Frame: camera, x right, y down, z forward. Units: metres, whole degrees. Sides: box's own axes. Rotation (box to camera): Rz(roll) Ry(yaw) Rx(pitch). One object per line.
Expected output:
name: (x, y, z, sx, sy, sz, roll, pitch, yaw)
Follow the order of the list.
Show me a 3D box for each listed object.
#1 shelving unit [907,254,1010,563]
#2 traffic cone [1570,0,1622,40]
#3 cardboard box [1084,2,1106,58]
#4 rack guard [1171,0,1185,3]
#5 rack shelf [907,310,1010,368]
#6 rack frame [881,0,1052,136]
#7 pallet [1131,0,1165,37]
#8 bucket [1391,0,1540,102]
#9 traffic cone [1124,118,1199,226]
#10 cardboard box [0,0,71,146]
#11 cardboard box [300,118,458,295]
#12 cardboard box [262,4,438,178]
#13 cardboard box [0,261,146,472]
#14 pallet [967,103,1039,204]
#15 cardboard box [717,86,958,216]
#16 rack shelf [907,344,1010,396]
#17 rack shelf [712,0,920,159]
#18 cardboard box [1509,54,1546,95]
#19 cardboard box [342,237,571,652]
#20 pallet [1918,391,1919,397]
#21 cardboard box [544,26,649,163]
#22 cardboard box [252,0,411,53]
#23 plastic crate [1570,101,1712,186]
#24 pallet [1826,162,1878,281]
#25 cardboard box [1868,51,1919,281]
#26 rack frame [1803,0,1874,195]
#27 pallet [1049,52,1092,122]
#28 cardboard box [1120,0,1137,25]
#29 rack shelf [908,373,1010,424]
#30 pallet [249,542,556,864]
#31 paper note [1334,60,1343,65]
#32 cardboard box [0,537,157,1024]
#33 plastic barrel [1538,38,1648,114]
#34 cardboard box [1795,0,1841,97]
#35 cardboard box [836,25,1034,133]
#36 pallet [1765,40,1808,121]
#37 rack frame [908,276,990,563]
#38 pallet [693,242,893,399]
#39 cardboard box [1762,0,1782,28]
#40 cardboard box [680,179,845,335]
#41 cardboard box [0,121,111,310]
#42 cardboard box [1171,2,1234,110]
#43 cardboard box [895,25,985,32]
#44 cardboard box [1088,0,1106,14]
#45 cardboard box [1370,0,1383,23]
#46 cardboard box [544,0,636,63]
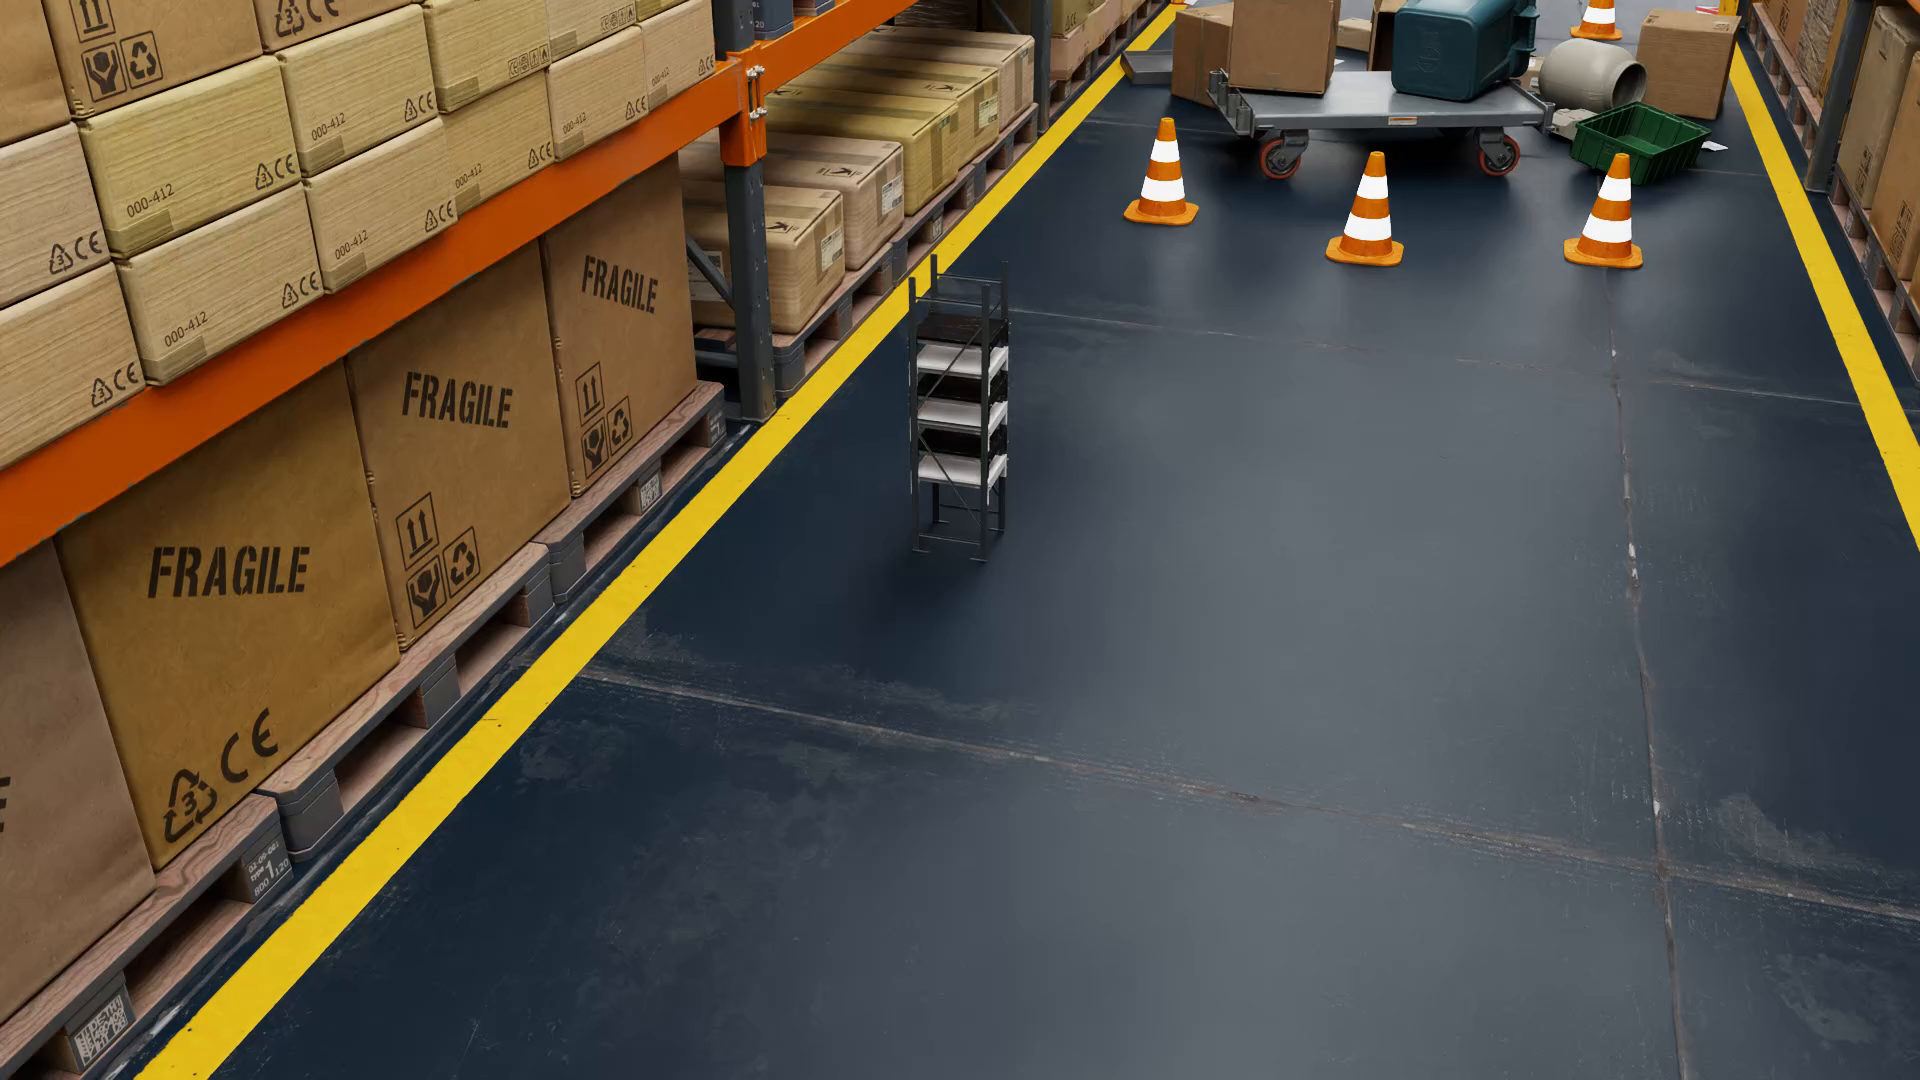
shelving unit: (-0.002, -0.389, 5.024, 0.258, 0.900, 0.210, 8, 30, 15)
traffic cone: (4.430, -3.727, 11.474, 0.336, 0.463, 0.334, 8, 30, 15)
cardboard box: (0.585, -3.148, 10.219, 0.500, 0.250, 0.500, 10, 31, 18)
rack guard: (1.160, -4.412, 12.666, 1.175, 0.500, 0.348, 8, 30, 15)
rack shelf: (-0.002, -0.596, 4.909, 0.258, 0.077, 0.200, 8, 30, 15)
rack frame: (0.008, -3.680, 8.780, 1.000, 3.000, 0.127, 8, 30, 15)
pallet: (0.887, -3.913, 12.067, 1.003, 0.211, 1.213, 8, 30, 15)
bucket: (2.606, -2.647, 8.726, 0.726, 0.611, 0.620, 20, 45, 32)
traffic cone: (0.982, -1.796, 8.002, 0.336, 0.463, 0.334, 8, 30, 15)
cardboard box: (-1.813, -0.847, 2.556, 0.500, 0.500, 0.500, 8, 30, 15)
cardboard box: (-1.487, -0.772, 3.706, 0.500, 0.250, 0.500, 8, 30, 14)
cardboard box: (-1.495, -0.992, 3.588, 0.500, 0.250, 0.500, 8, 30, 13)
cardboard box: (-1.808, -0.305, 2.866, 0.500, 0.250, 0.500, 8, 30, 14)
pallet: (-0.219, -2.100, 8.808, 1.003, 0.211, 1.213, 8, 30, 15)
cardboard box: (-0.554, -1.814, 7.696, 0.950, 0.372, 0.625, 10, 30, 17)
rack shelf: (-0.002, -0.518, 4.953, 0.258, 0.077, 0.200, 8, 30, 15)
rack shelf: (-0.579, -2.437, 7.285, 1.077, 0.370, 4.000, 8, 30, 15)
cardboard box: (3.513, -2.888, 10.168, 0.396, 0.266, 0.258, 14, 32, 23)
cardboard box: (-1.714, -0.354, 4.554, 0.875, 0.875, 0.875, 9, 30, 15)
pallet: (3.899, -0.299, 5.571, 1.003, 0.211, 1.213, 8, 30, 15)
cardboard box: (-1.201, -1.244, 4.555, 0.500, 0.250, 0.500, 9, 30, 16)
cardboard box: (-1.518, -1.321, 3.408, 0.500, 0.500, 0.500, 8, 30, 14)
plastic crate: (3.568, -2.085, 8.746, 0.662, 0.188, 0.450, -24, 47, -37)
pallet: (4.615, -1.433, 7.609, 1.003, 0.211, 1.213, 8, 30, 15)
cardboard box: (4.387, -1.472, 6.693, 1.050, 0.750, 0.750, 8, 30, 15)
rack frame: (4.770, -3.021, 7.595, 1.000, 3.000, 0.127, 8, 30, 15)
pallet: (0.171, -2.779, 10.028, 1.003, 0.211, 1.213, 8, 30, 15)
cardboard box: (0.894, -3.624, 11.075, 0.500, 0.250, 0.500, 7, 30, 13)
rack shelf: (-0.002, -0.439, 4.997, 0.258, 0.077, 0.200, 8, 30, 15)
pallet: (-1.830, 0.318, 4.462, 1.003, 0.211, 1.213, 8, 30, 15)
paper note: (2.415, -3.140, 10.875, 0.148, 0.019, 0.142, 20, 35, 32)
cardboard box: (-2.235, 0.483, 3.050, 0.875, 0.875, 0.875, 9, 30, 16)
plastic barrel: (3.636, -2.641, 9.563, 0.421, 0.421, 0.512, -17, 34, -28)
cardboard box: (5.282, -2.978, 9.271, 0.875, 0.875, 0.875, 9, 30, 15)
cardboard box: (-0.144, -2.472, 8.878, 0.950, 0.372, 0.625, 9, 30, 16)
pallet: (5.424, -2.714, 9.911, 1.003, 0.211, 1.213, 8, 30, 15)
rack frame: (-0.032, -0.342, 4.940, 0.240, 0.900, 0.006, 8, 30, 15)
pallet: (-0.935, -0.966, 6.769, 1.003, 0.211, 1.213, 8, 30, 15)
cardboard box: (5.808, -3.810, 10.768, 0.875, 0.875, 0.875, 9, 30, 15)
cardboard box: (-0.991, -1.118, 6.445, 0.950, 0.372, 0.625, 6, 30, 11)
cardboard box: (-1.815, -0.526, 2.750, 0.500, 0.250, 0.500, 9, 30, 16)
cardboard box: (1.623, -2.893, 9.934, 0.500, 0.500, 0.500, -17, 34, -28)
cardboard box: (-0.076, -2.975, 9.910, 0.500, 0.250, 0.500, 10, 31, 17)
cardboard box: (0.585, -3.476, 10.038, 0.500, 0.500, 0.500, 10, 31, 17)
cardboard box: (3.087, -3.271, 10.612, 0.797, 0.503, 0.637, -12, 31, -20)
cardboard box: (-1.212, -1.474, 4.455, 0.500, 0.250, 0.500, 8, 30, 14)
